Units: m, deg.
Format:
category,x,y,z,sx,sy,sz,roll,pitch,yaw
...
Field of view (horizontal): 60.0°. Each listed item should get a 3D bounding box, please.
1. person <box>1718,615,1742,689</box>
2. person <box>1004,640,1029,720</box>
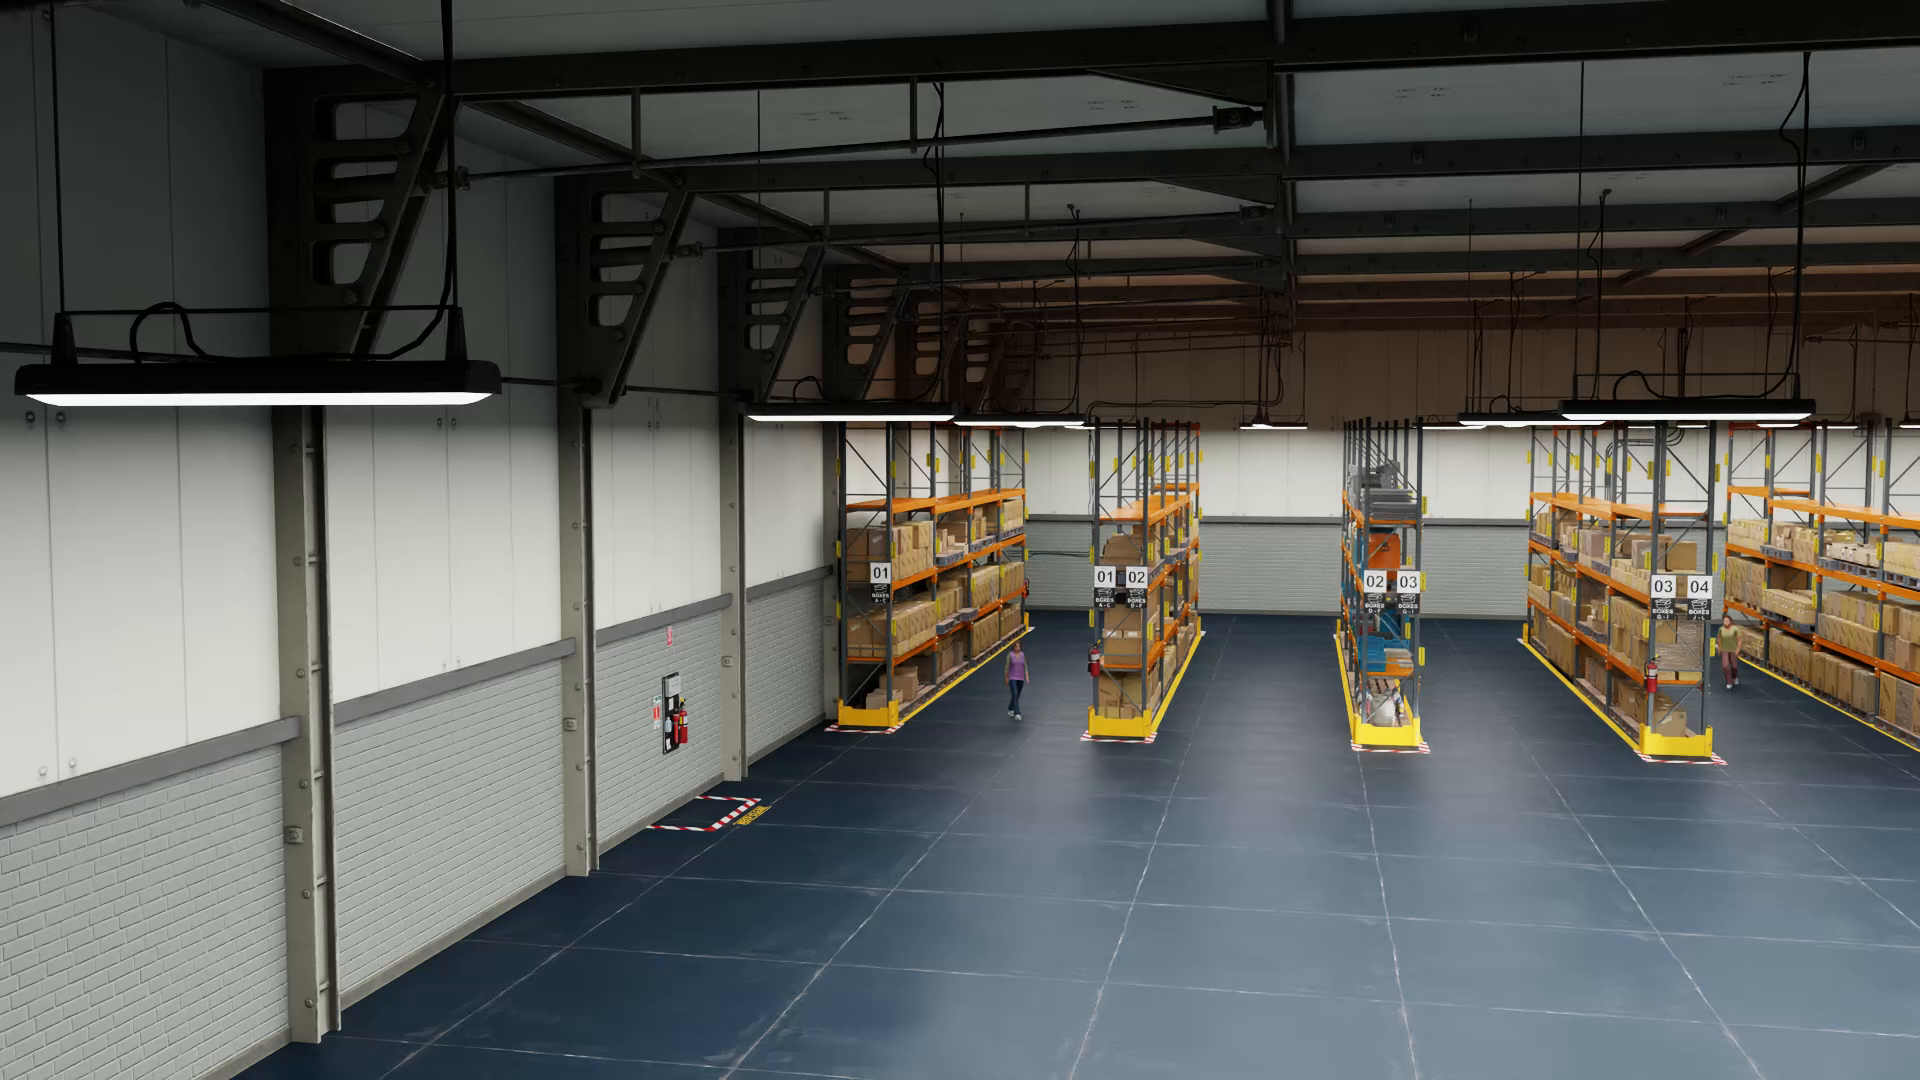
category,x,y,z,sx,sy,sz,roll,pitch,yaw
person,17.286,2.487,37.322,0.503,1.644,0.647,2,4,32
person,1.143,2.780,33.101,0.438,1.561,0.874,-2,4,-29
